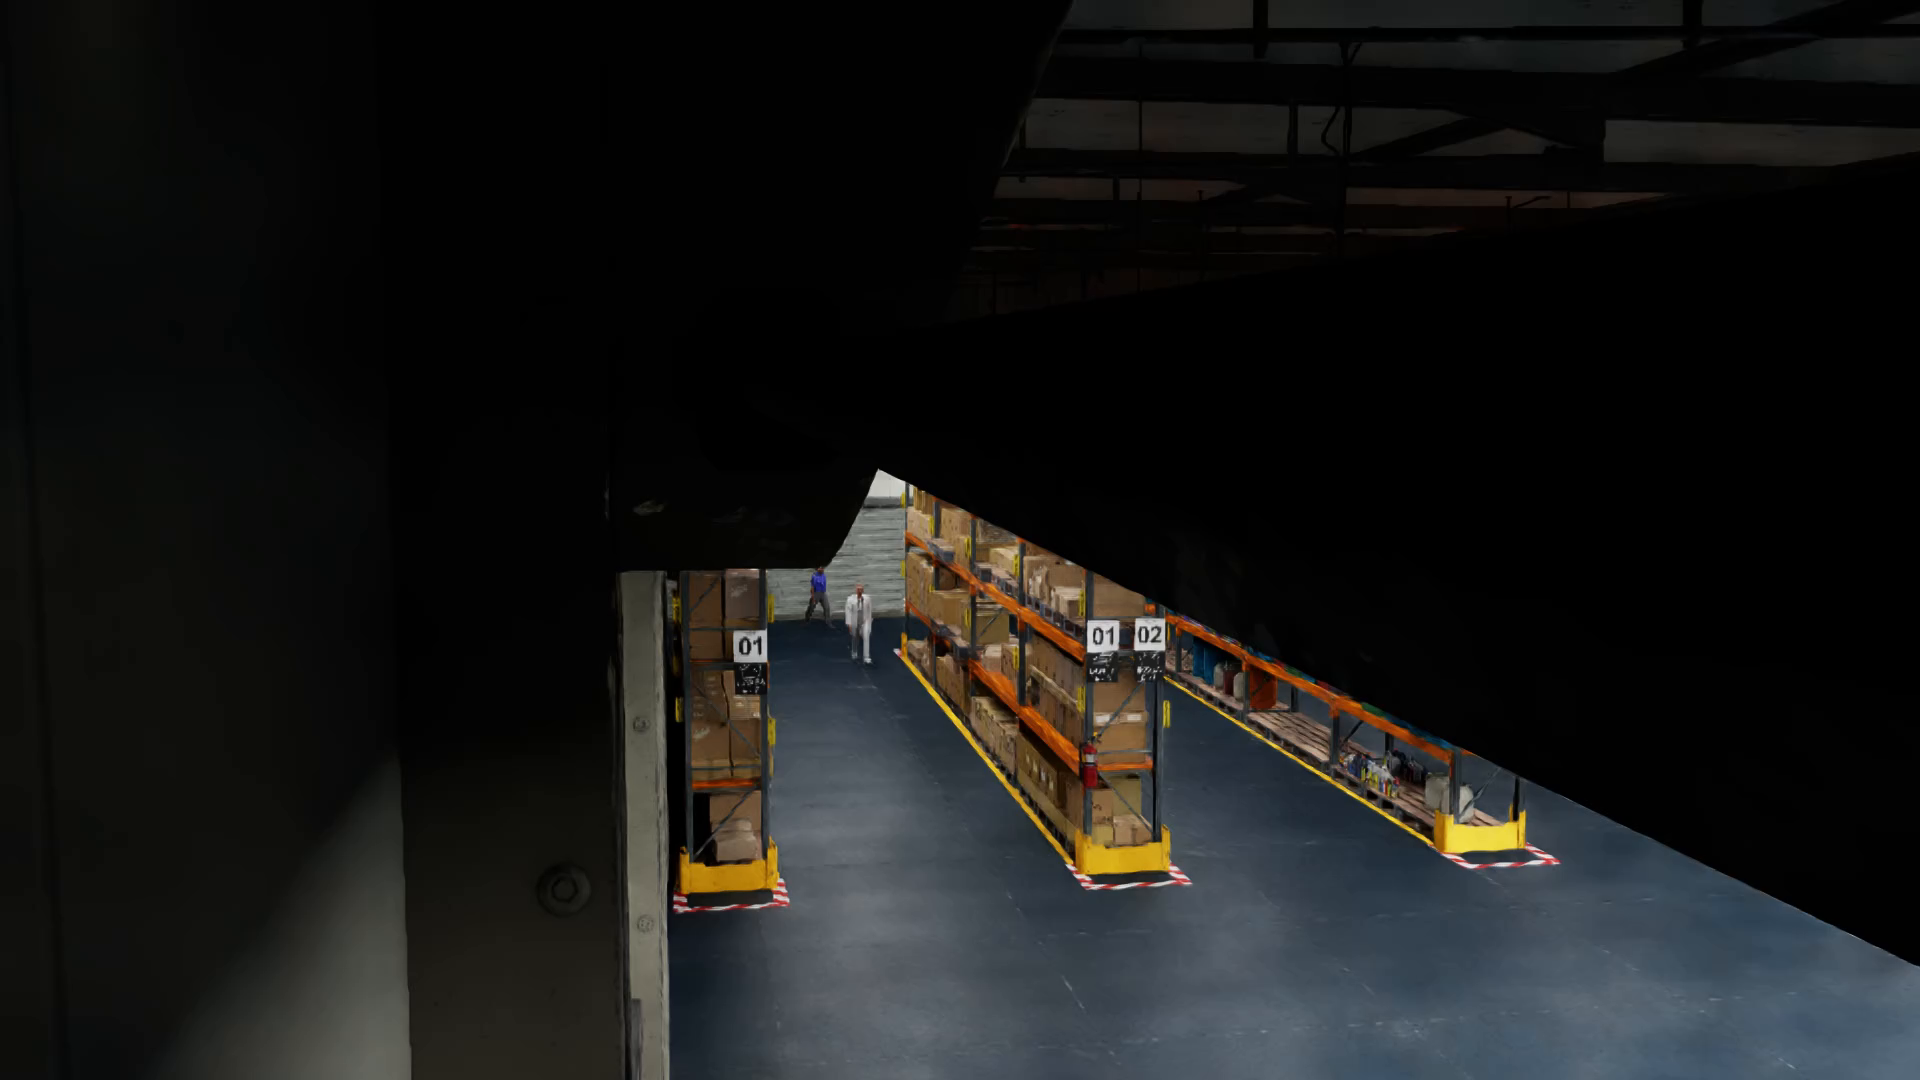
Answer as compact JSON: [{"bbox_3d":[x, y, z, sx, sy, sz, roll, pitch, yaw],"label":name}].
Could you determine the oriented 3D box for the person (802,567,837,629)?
[{"bbox_3d":[-3.440,1.344,40.282,0.554,1.619,0.913,-4,7,-37],"label":"person"}]

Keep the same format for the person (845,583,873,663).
[{"bbox_3d":[-2.160,1.765,35.724,0.598,1.698,1.194,-1,6,-8],"label":"person"}]
